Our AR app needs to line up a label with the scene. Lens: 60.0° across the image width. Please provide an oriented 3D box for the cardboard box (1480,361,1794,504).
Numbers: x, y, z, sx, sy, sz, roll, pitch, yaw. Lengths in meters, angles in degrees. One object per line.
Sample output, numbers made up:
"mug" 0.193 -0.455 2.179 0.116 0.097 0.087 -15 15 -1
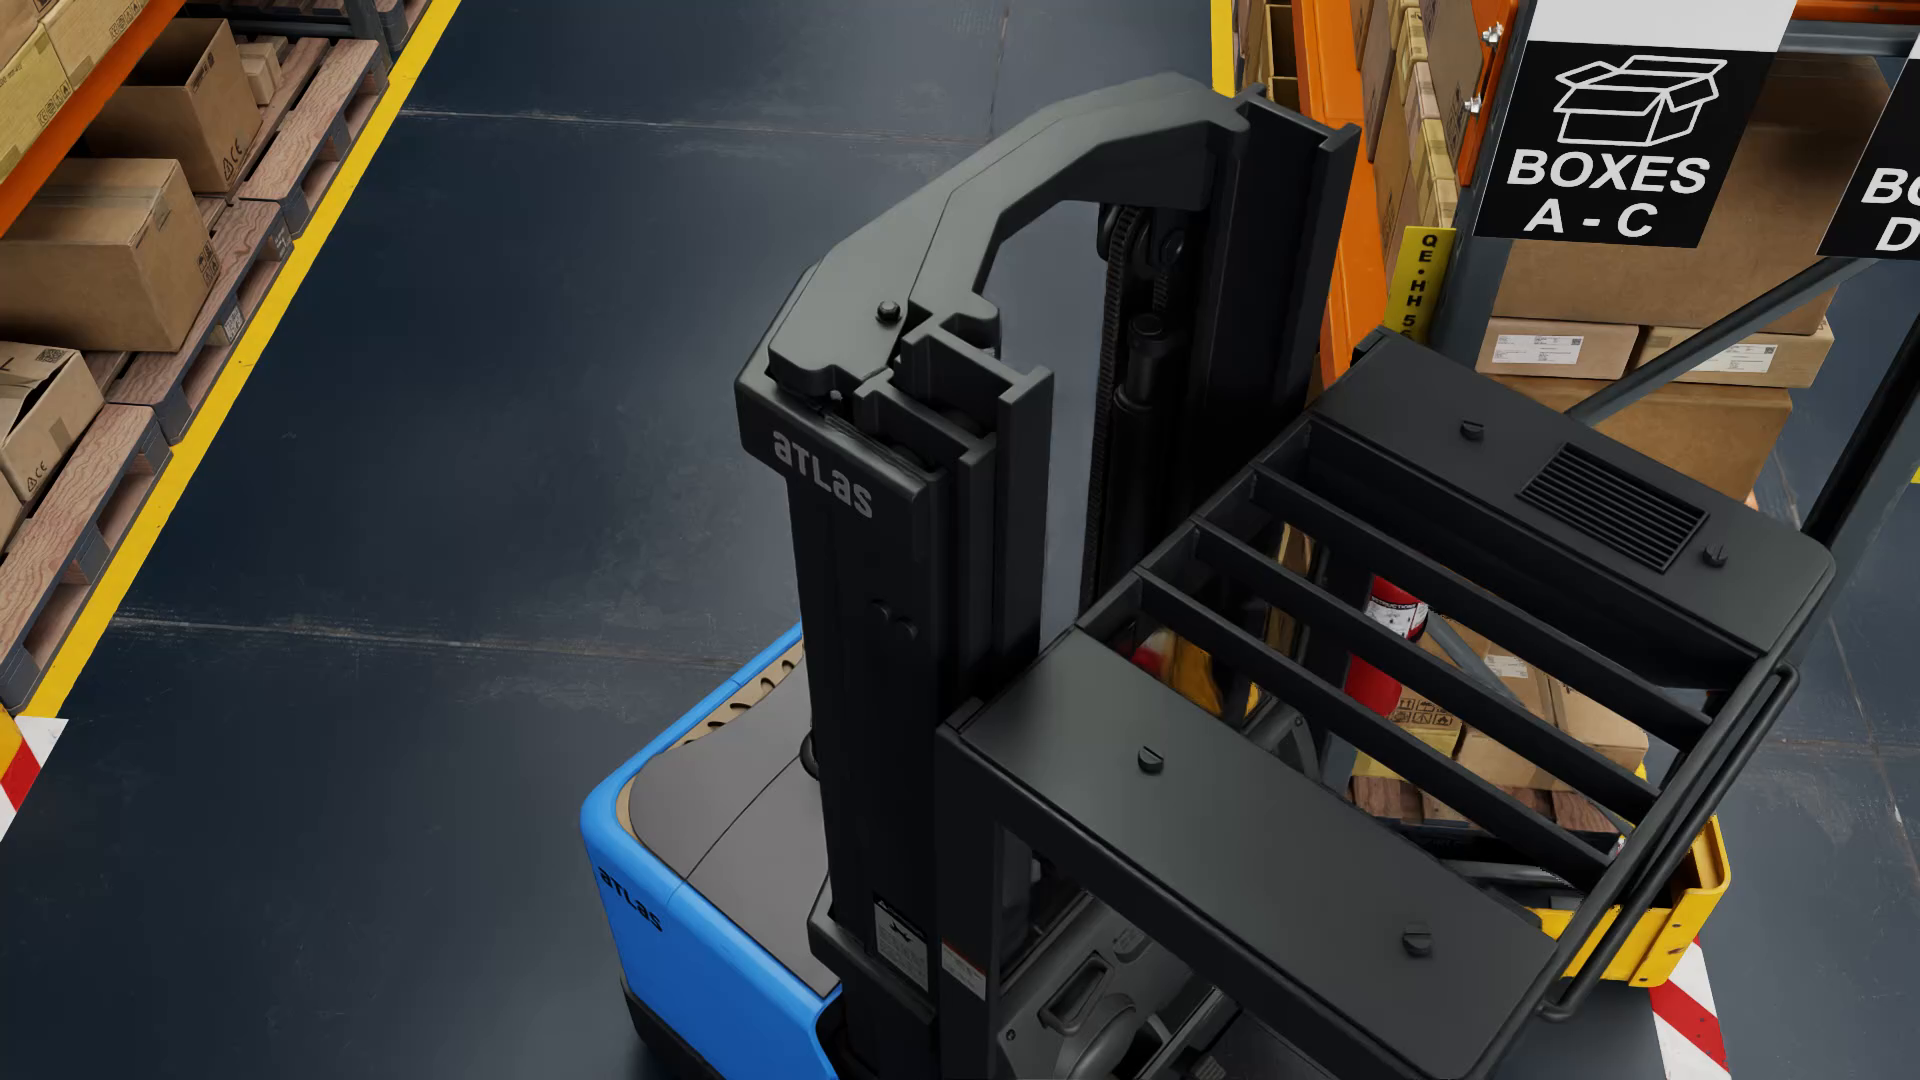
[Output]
"cardboard box" 1.470 -0.326 3.948 0.700 0.500 0.500 4 48 4

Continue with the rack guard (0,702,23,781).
"rack guard" -3.511 0.507 4.948 1.175 0.500 0.348 4 48 4

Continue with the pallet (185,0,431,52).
"pallet" -3.084 -2.851 8.215 1.003 0.211 1.213 4 48 4

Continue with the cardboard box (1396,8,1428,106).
"cardboard box" 1.355 -1.255 4.357 0.380 0.149 0.250 5 48 5

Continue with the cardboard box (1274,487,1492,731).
"cardboard box" 1.168 0.169 4.634 0.500 0.500 0.500 4 48 4

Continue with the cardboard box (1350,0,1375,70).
"cardboard box" 1.654 -1.841 5.333 0.700 0.500 0.500 5 48 4

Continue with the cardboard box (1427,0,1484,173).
"cardboard box" 1.518 -1.190 3.859 0.700 0.500 0.500 3 48 3

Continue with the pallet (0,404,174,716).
"pallet" -3.402 0.010 5.598 1.003 0.211 1.213 4 48 4

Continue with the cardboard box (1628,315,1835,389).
"cardboard box" 1.665 -0.477 3.646 0.380 0.149 0.250 4 48 3

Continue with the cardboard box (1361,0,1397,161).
"cardboard box" 1.609 -1.464 4.989 0.700 0.500 0.500 5 48 5

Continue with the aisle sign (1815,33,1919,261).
"aisle sign" 1.714 -0.759 2.650 0.394 0.787 0.004 4 48 4

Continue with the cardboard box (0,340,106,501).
"cardboard box" -3.314 -0.443 5.647 0.500 0.311 0.500 7 48 7

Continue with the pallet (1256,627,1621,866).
"pallet" 1.443 0.426 5.217 1.003 0.211 1.213 4 48 4

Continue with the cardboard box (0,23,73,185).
"cardboard box" -3.072 -1.331 5.022 0.500 0.250 0.500 3 48 3

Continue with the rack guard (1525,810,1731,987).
"rack guard" 1.413 0.911 4.578 1.175 0.500 0.348 4 48 4

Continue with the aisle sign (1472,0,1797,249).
"aisle sign" 1.117 -0.799 2.687 0.394 0.787 0.004 4 48 4

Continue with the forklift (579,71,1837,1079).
"forklift" 0.556 0.789 3.042 3.031 2.935 1.130 33 56 27

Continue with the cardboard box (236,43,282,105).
"cardboard box" -3.173 -2.017 7.184 0.380 0.166 0.250 -2 48 -2

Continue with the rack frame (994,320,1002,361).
"rack frame" 0.010 -0.384 5.492 0.240 0.900 0.006 4 48 4

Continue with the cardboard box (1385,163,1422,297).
"cardboard box" 1.514 -0.713 4.301 0.700 0.500 0.500 5 48 5

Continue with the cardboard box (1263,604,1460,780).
"cardboard box" 1.170 0.422 4.910 0.500 0.250 0.500 4 48 4

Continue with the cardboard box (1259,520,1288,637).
"cardboard box" 1.203 0.054 5.247 0.500 0.250 0.500 4 48 4

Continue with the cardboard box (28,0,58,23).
"cardboard box" -3.032 -1.943 5.074 0.500 0.500 0.500 5 48 5

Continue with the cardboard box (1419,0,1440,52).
"cardboard box" 1.563 -1.560 4.197 0.700 0.500 0.500 4 48 4

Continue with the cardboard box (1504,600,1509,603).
"cardboard box" 1.727 0.089 5.215 0.500 0.250 0.500 4 48 4

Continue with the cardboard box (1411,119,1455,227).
"cardboard box" 1.306 -0.877 4.012 0.380 0.149 0.250 3 48 3

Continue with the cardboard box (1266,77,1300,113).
"cardboard box" 1.335 -1.302 5.979 0.500 0.500 0.500 4 48 4

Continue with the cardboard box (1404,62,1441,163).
"cardboard box" 1.331 -1.062 4.181 0.380 0.149 0.250 4 48 4

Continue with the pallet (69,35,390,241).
"pallet" -3.180 -1.783 7.238 1.003 0.211 1.213 4 48 4

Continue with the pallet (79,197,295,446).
"pallet" -3.288 -0.884 6.416 1.003 0.211 1.213 4 48 4

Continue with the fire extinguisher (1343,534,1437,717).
"fire extinguisher" 0.942 0.131 3.650 0.296 0.674 0.183 4 48 4

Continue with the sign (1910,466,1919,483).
"sign" 1.967 -0.228 3.285 0.100 0.325 0.005 4 48 4

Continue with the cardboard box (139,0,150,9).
"cardboard box" -2.979 -2.072 5.700 0.500 0.250 0.500 4 48 3

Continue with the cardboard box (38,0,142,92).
"cardboard box" -3.024 -1.702 5.362 0.500 0.250 0.500 4 48 4

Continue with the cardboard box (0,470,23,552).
"cardboard box" -3.366 -0.024 5.263 0.500 0.311 0.500 -1 48 -1

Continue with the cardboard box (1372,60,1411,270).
"cardboard box" 1.565 -1.077 4.635 0.700 0.500 0.500 4 48 4

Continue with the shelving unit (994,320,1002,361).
"shelving unit" 0.001 -0.310 5.423 0.258 0.900 0.210 4 48 4

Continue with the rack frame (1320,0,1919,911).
"rack frame" 1.415 0.050 3.672 1.000 3.000 0.127 4 48 4

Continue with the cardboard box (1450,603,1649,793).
"cardboard box" 1.686 0.457 4.878 0.500 0.250 0.500 4 48 4

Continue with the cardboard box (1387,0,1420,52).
"cardboard box" 1.377 -1.448 4.534 0.380 0.149 0.250 5 48 5

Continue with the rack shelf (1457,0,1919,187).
"rack shelf" 1.597 -2.190 4.175 1.077 0.370 4.000 4 48 4

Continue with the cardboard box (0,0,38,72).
"cardboard box" -3.067 -1.562 4.726 0.500 0.500 0.500 2 48 2

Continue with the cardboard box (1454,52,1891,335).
"cardboard box" 1.475 -0.803 3.505 0.700 0.500 0.500 4 48 4

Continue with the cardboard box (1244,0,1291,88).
"cardboard box" 1.426 -2.037 6.651 0.500 0.500 0.500 4 48 4

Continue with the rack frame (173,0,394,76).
"rack frame" -3.154 -3.220 6.662 1.000 3.000 0.127 4 48 4

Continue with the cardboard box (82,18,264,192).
"cardboard box" -3.208 -1.760 6.722 0.500 0.500 0.500 1 48 1

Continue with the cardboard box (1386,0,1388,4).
"cardboard box" 1.399 -1.637 4.707 0.380 0.149 0.250 3 48 3

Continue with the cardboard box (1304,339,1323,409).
"cardboard box" 1.244 -0.567 5.307 0.500 0.500 0.500 4 48 4

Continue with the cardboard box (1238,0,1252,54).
"cardboard box" 1.529 -2.428 7.516 0.500 0.250 0.500 3 48 3

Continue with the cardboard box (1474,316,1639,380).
"cardboard box" 1.260 -0.497 3.664 0.380 0.149 0.250 3 48 3

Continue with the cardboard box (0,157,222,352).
"cardboard box" -3.197 -1.043 6.067 0.700 0.500 0.500 1 48 1

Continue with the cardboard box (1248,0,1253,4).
"cardboard box" 1.531 -2.610 7.303 0.500 0.311 0.500 4 48 4

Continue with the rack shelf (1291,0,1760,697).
"rack shelf" 1.597 -1.177 5.282 1.077 0.370 4.000 4 48 4

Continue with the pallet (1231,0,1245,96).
"pallet" 1.808 -2.493 7.887 1.003 0.211 1.213 4 48 4

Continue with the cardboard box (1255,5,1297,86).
"cardboard box" 1.388 -1.669 6.314 0.500 0.500 0.500 4 48 4

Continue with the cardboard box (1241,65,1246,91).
"cardboard box" 1.436 -1.783 6.927 0.500 0.250 0.500 4 48 4

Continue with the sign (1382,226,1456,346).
"sign" 0.876 -0.468 3.200 0.100 0.325 0.005 4 48 4

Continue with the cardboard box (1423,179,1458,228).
"cardboard box" 1.283 -0.689 3.840 0.380 0.149 0.250 5 48 5
